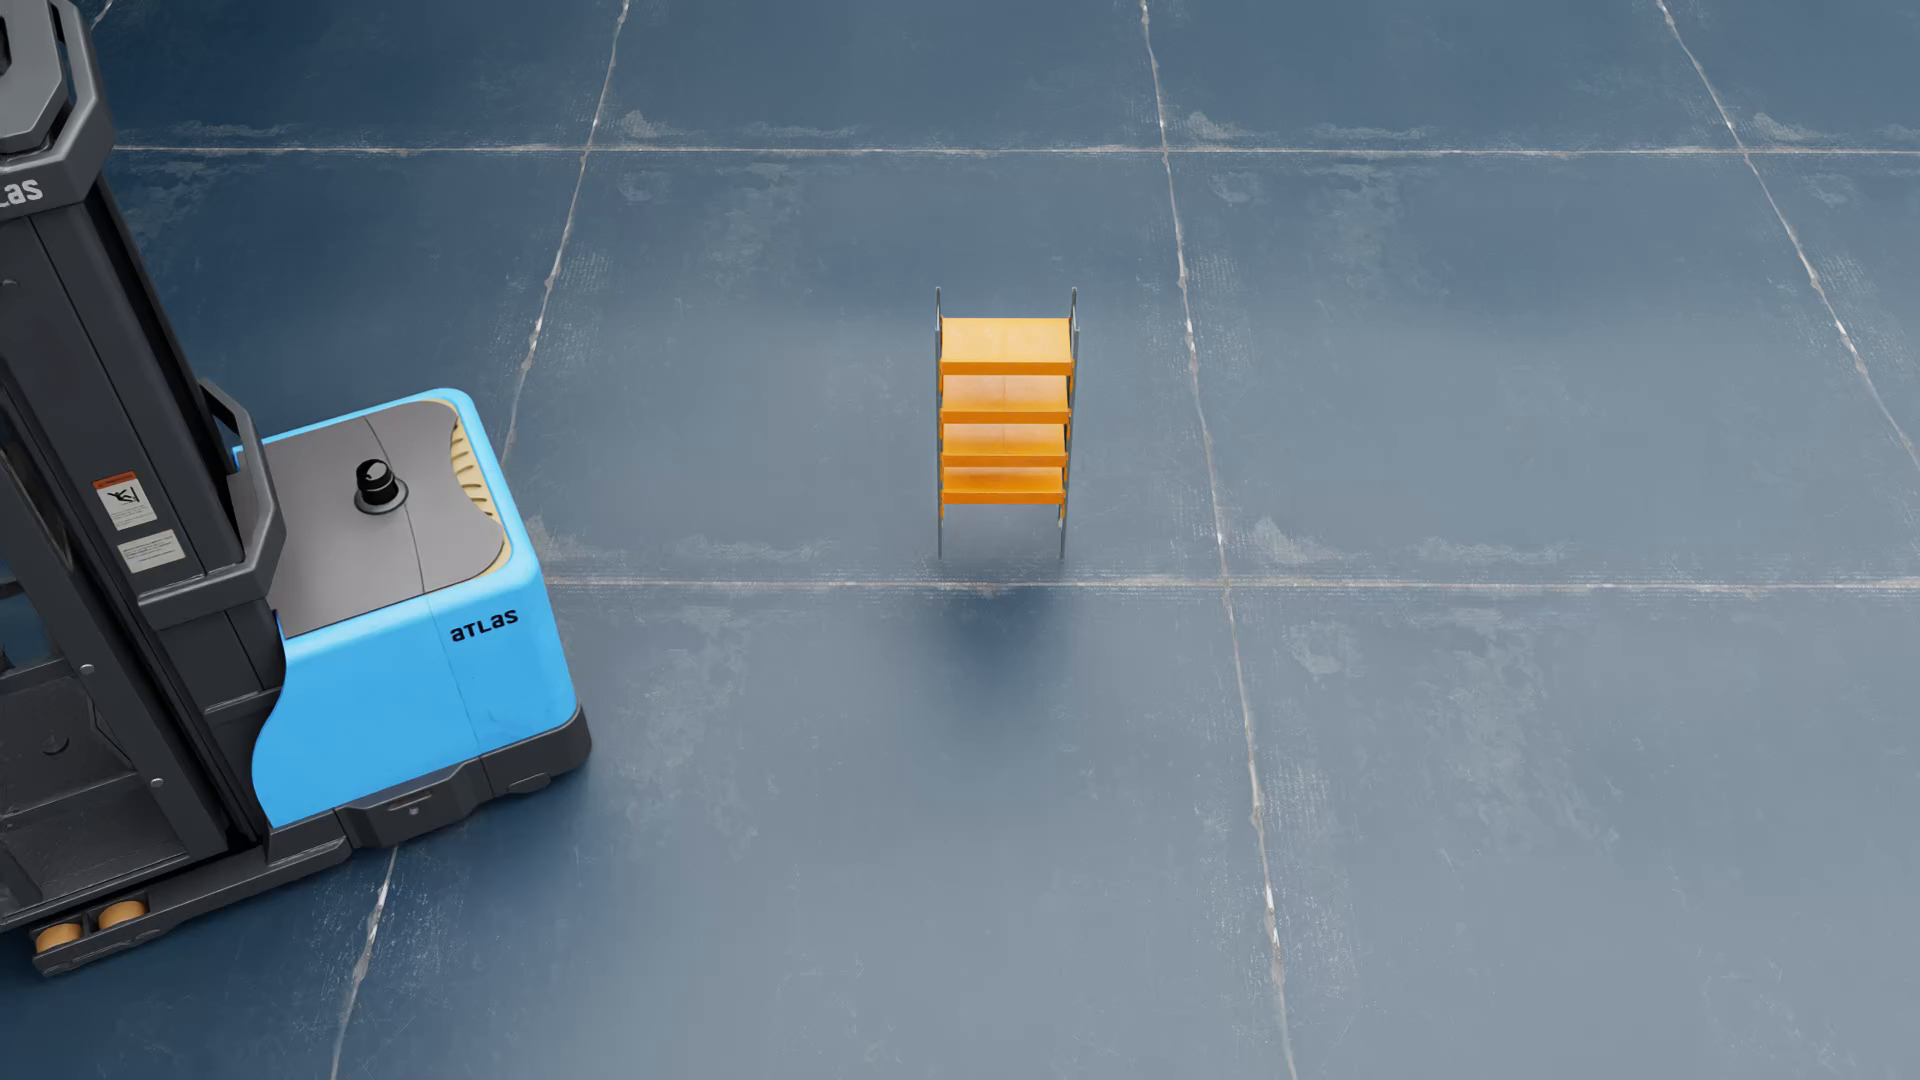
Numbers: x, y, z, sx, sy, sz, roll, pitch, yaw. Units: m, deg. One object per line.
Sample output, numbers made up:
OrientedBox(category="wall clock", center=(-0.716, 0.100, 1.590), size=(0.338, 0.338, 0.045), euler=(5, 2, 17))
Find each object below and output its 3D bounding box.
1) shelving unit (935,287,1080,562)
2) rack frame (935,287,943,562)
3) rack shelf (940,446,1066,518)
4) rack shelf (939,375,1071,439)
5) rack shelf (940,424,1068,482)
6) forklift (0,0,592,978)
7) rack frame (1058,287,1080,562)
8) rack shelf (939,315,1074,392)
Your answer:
OrientedBox(category="shelving unit", center=(0.166, -0.408, 6.310), size=(0.503, 1.200, 0.258), euler=(0, 47, 0))
OrientedBox(category="rack frame", center=(-0.078, -0.409, 6.311), size=(0.015, 1.200, 0.240), euler=(0, 47, 0))
OrientedBox(category="rack shelf", center=(0.166, -0.227, 6.505), size=(0.480, 0.148, 0.258), euler=(0, 47, 0))
OrientedBox(category="rack shelf", center=(0.166, -0.515, 6.196), size=(0.480, 0.148, 0.258), euler=(0, 47, 0))
OrientedBox(category="rack shelf", center=(0.166, -0.363, 6.360), size=(0.480, 0.148, 0.258), euler=(0, 47, 0))
OrientedBox(category="forklift", center=(-2.877, -0.035, 4.780), size=(3.031, 2.935, 1.130), euler=(-19, 50, -17))
OrientedBox(category="rack frame", center=(0.410, -0.408, 6.310), size=(0.015, 1.200, 0.240), euler=(0, 47, 0))
OrientedBox(category="rack shelf", center=(0.166, -0.676, 6.023), size=(0.480, 0.148, 0.258), euler=(0, 47, 0))
